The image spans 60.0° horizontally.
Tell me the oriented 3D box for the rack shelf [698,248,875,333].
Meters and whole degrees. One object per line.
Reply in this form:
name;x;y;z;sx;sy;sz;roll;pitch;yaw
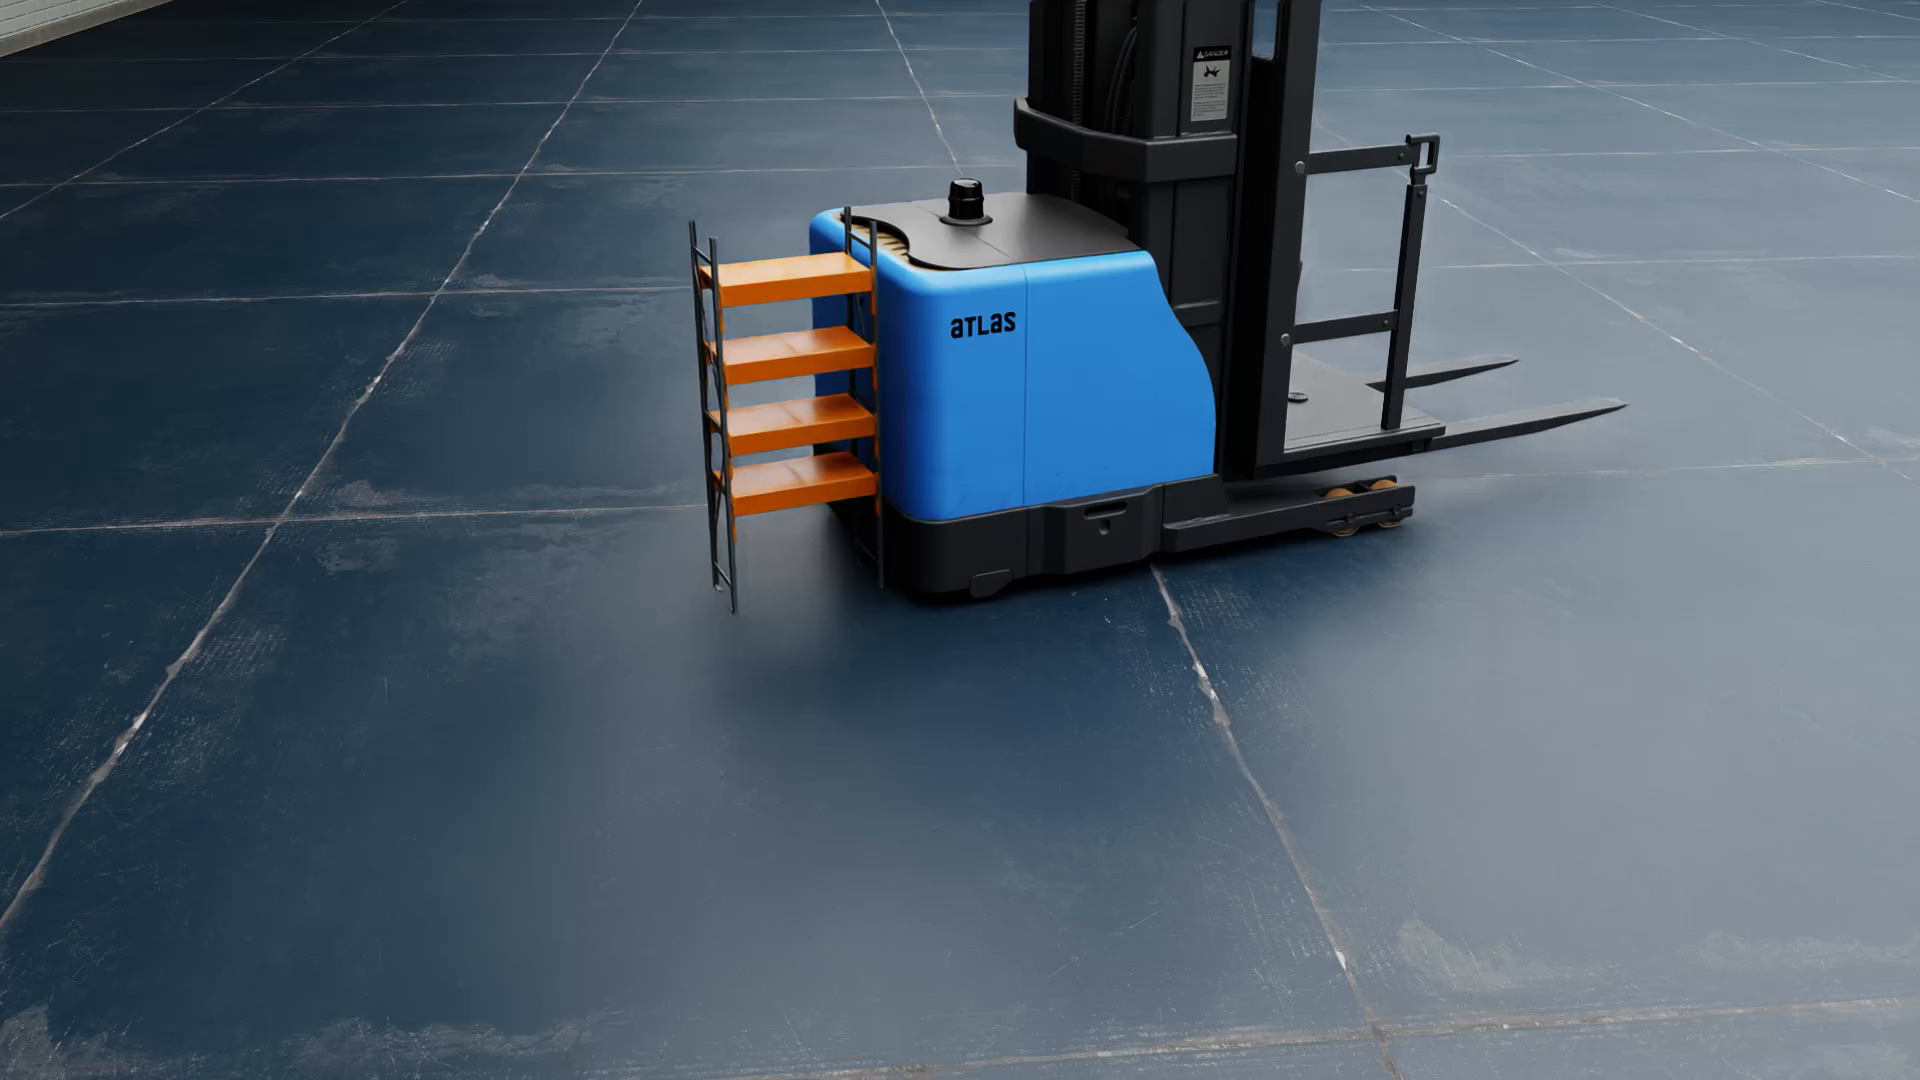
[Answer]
rack shelf;-0.525;-0.753;5.000;0.480;0.148;0.258;-10;26;-22

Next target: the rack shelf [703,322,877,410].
rack shelf;-0.525;-0.537;5.096;0.480;0.148;0.258;-10;26;-22

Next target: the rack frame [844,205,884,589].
rack frame;-0.301;-0.434;5.250;0.015;1.200;0.240;-10;26;-22

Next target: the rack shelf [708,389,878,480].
rack shelf;-0.525;-0.333;5.187;0.480;0.148;0.258;-10;26;-22

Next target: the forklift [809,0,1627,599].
forklift;1.041;-1.535;5.594;3.031;2.935;1.130;-10;26;-22

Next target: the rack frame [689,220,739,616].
rack frame;-0.748;-0.355;5.070;0.015;1.200;0.240;-10;26;-22

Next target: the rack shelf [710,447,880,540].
rack shelf;-0.525;-0.151;5.268;0.480;0.148;0.258;-10;26;-22

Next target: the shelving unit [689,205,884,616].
shelving unit;-0.525;-0.394;5.160;0.503;1.200;0.258;-10;26;-22
